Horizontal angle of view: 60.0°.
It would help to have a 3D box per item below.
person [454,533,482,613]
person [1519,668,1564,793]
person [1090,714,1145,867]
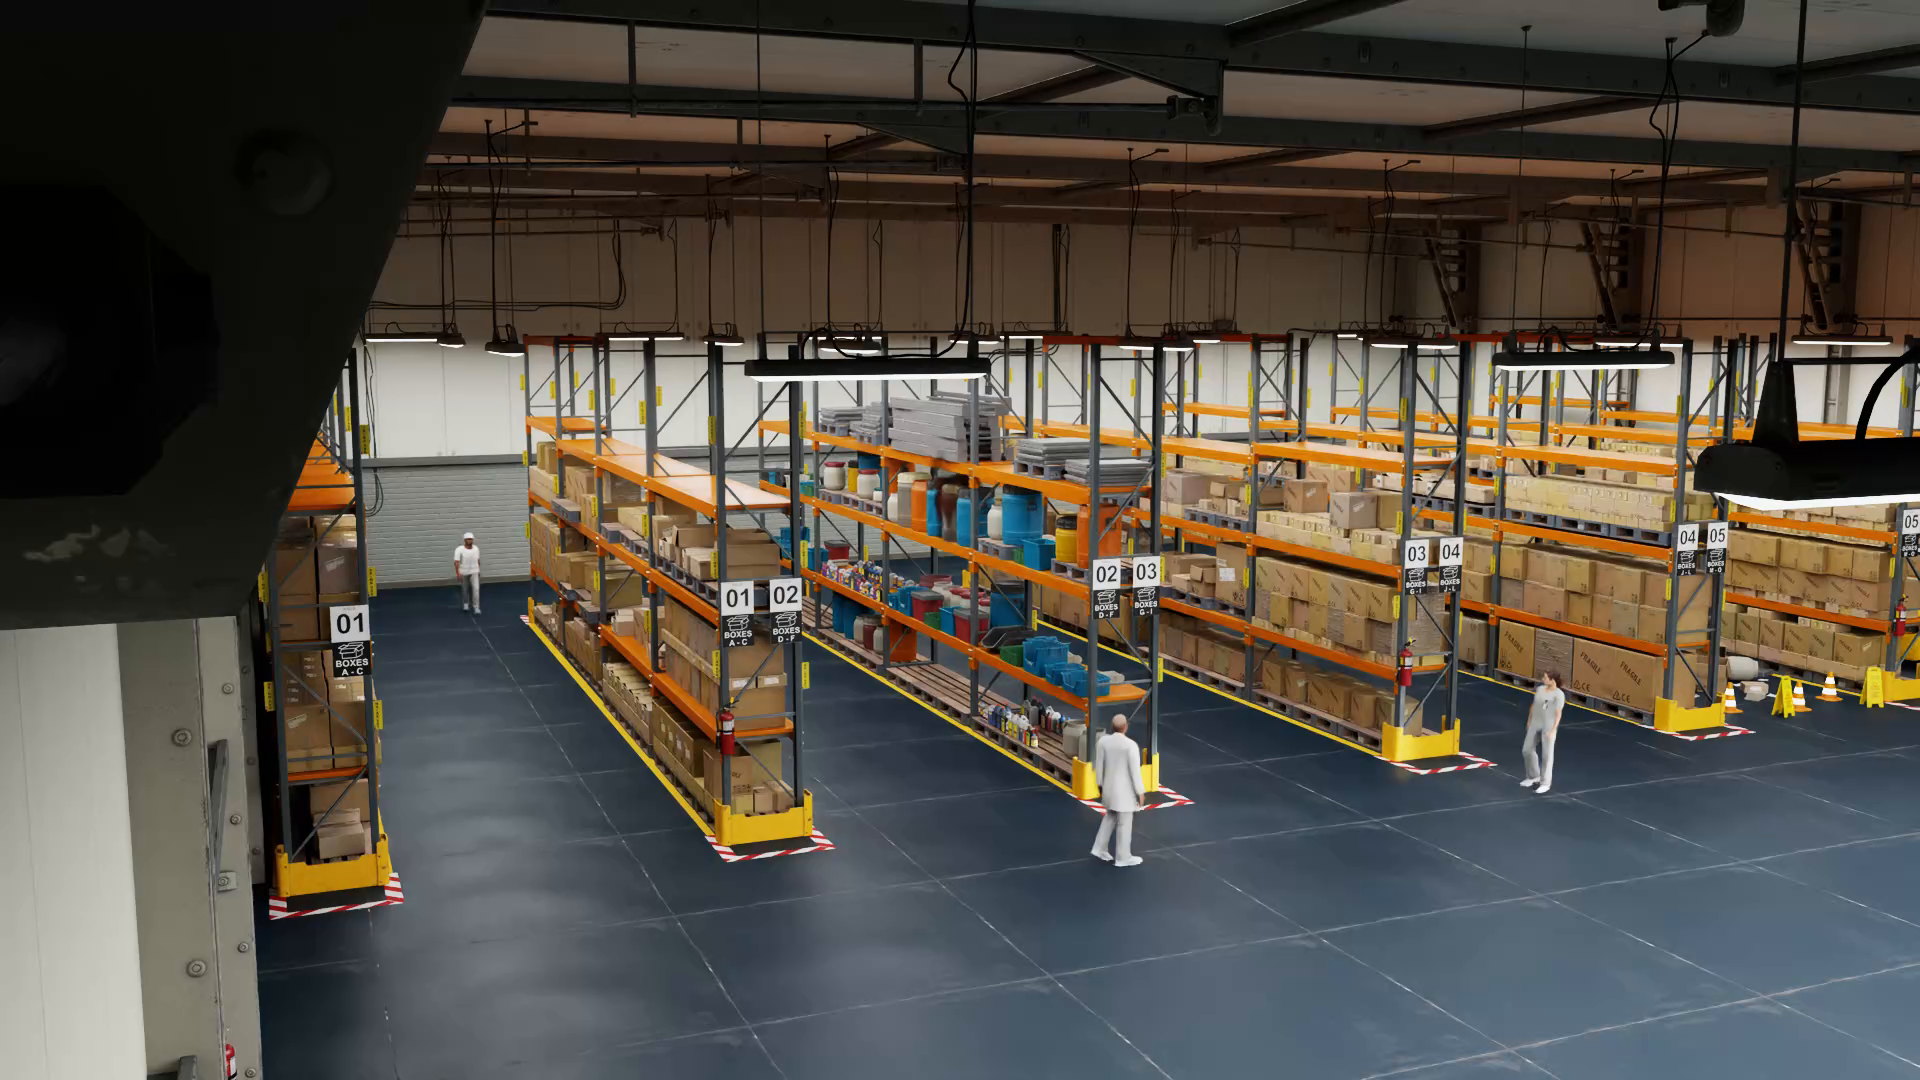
[{"bbox_3d":[-10.574,0.706,35.713,0.533,1.704,1.017,-2,8,-17],"label":"person"},{"bbox_3d":[7.822,2.549,22.381,0.479,1.701,0.553,-7,10,-42],"label":"person"},{"bbox_3d":[1.863,2.914,19.311,0.687,1.817,0.452,8,11,44],"label":"person"}]
